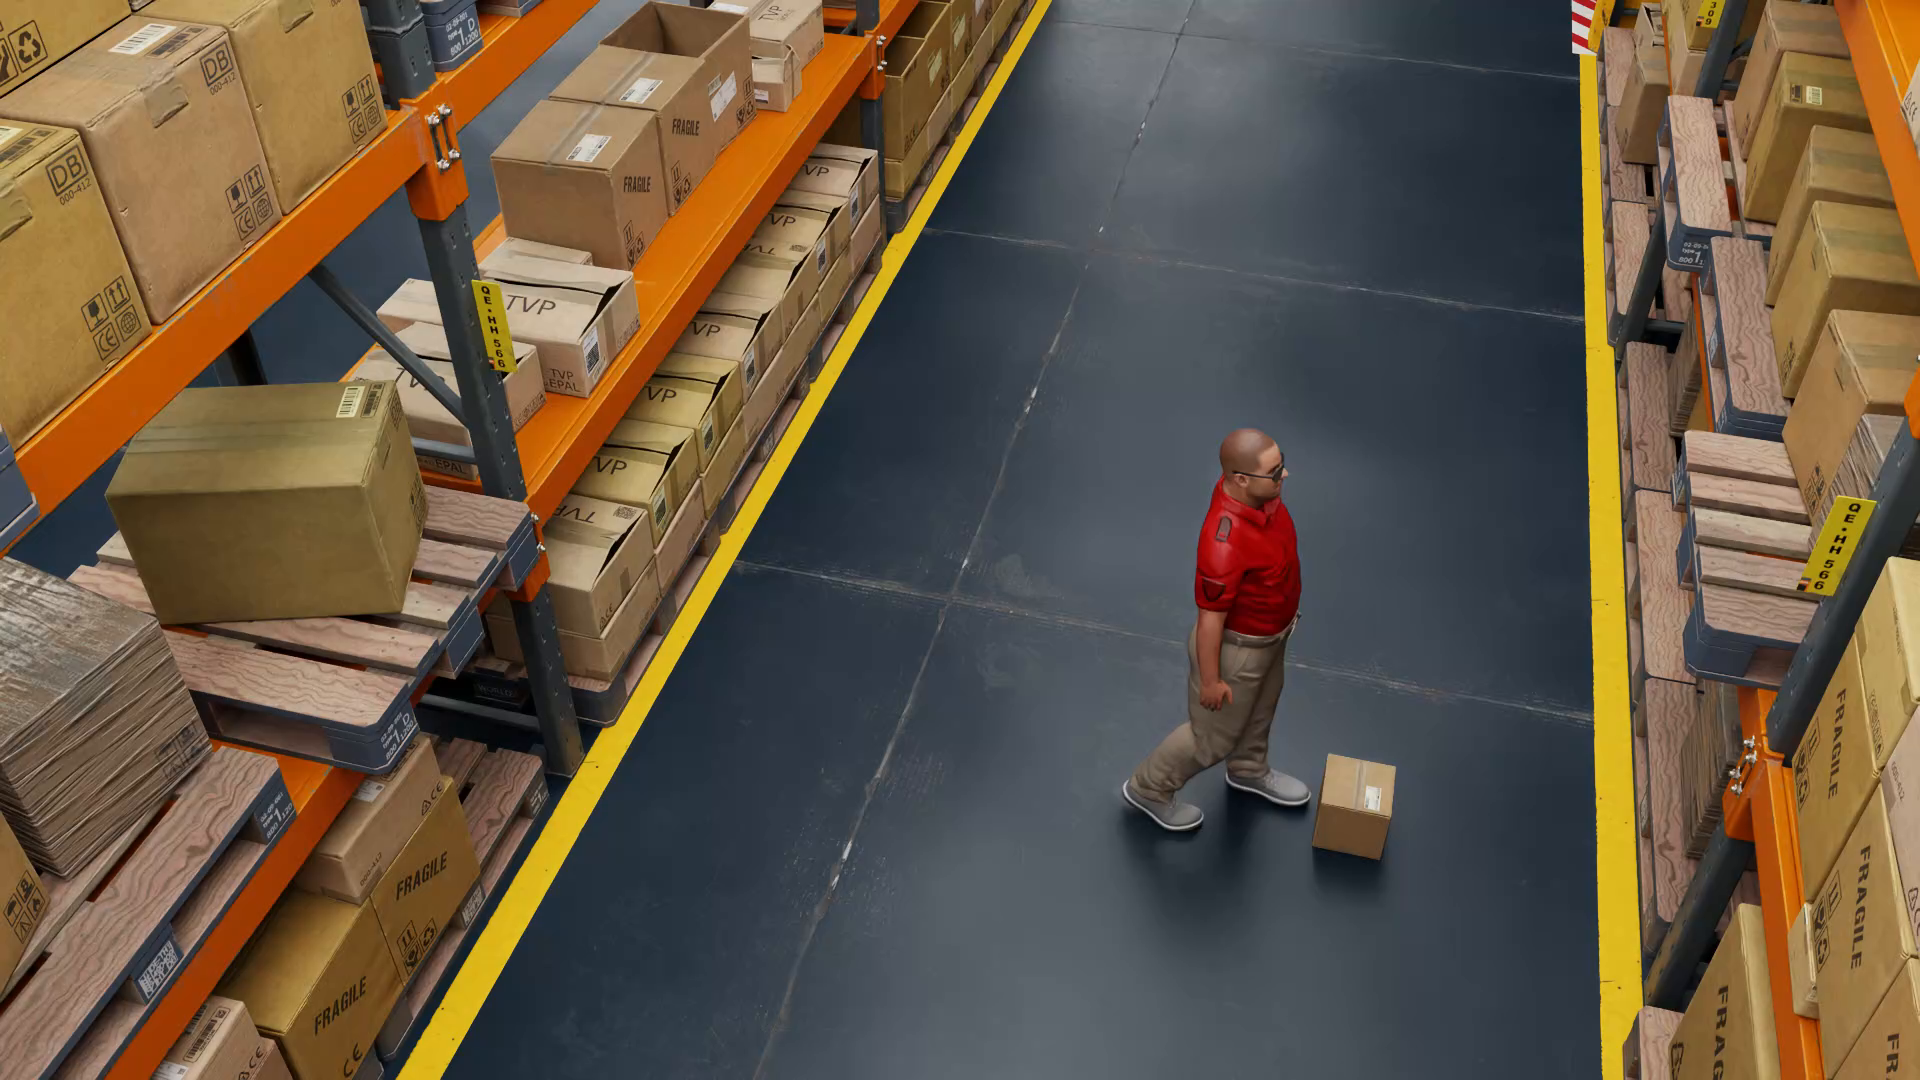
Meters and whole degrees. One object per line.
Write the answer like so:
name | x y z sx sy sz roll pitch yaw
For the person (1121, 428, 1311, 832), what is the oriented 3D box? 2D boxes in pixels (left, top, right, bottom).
person | 0.976 0.339 5.772 0.670 1.725 0.555 14 43 16
